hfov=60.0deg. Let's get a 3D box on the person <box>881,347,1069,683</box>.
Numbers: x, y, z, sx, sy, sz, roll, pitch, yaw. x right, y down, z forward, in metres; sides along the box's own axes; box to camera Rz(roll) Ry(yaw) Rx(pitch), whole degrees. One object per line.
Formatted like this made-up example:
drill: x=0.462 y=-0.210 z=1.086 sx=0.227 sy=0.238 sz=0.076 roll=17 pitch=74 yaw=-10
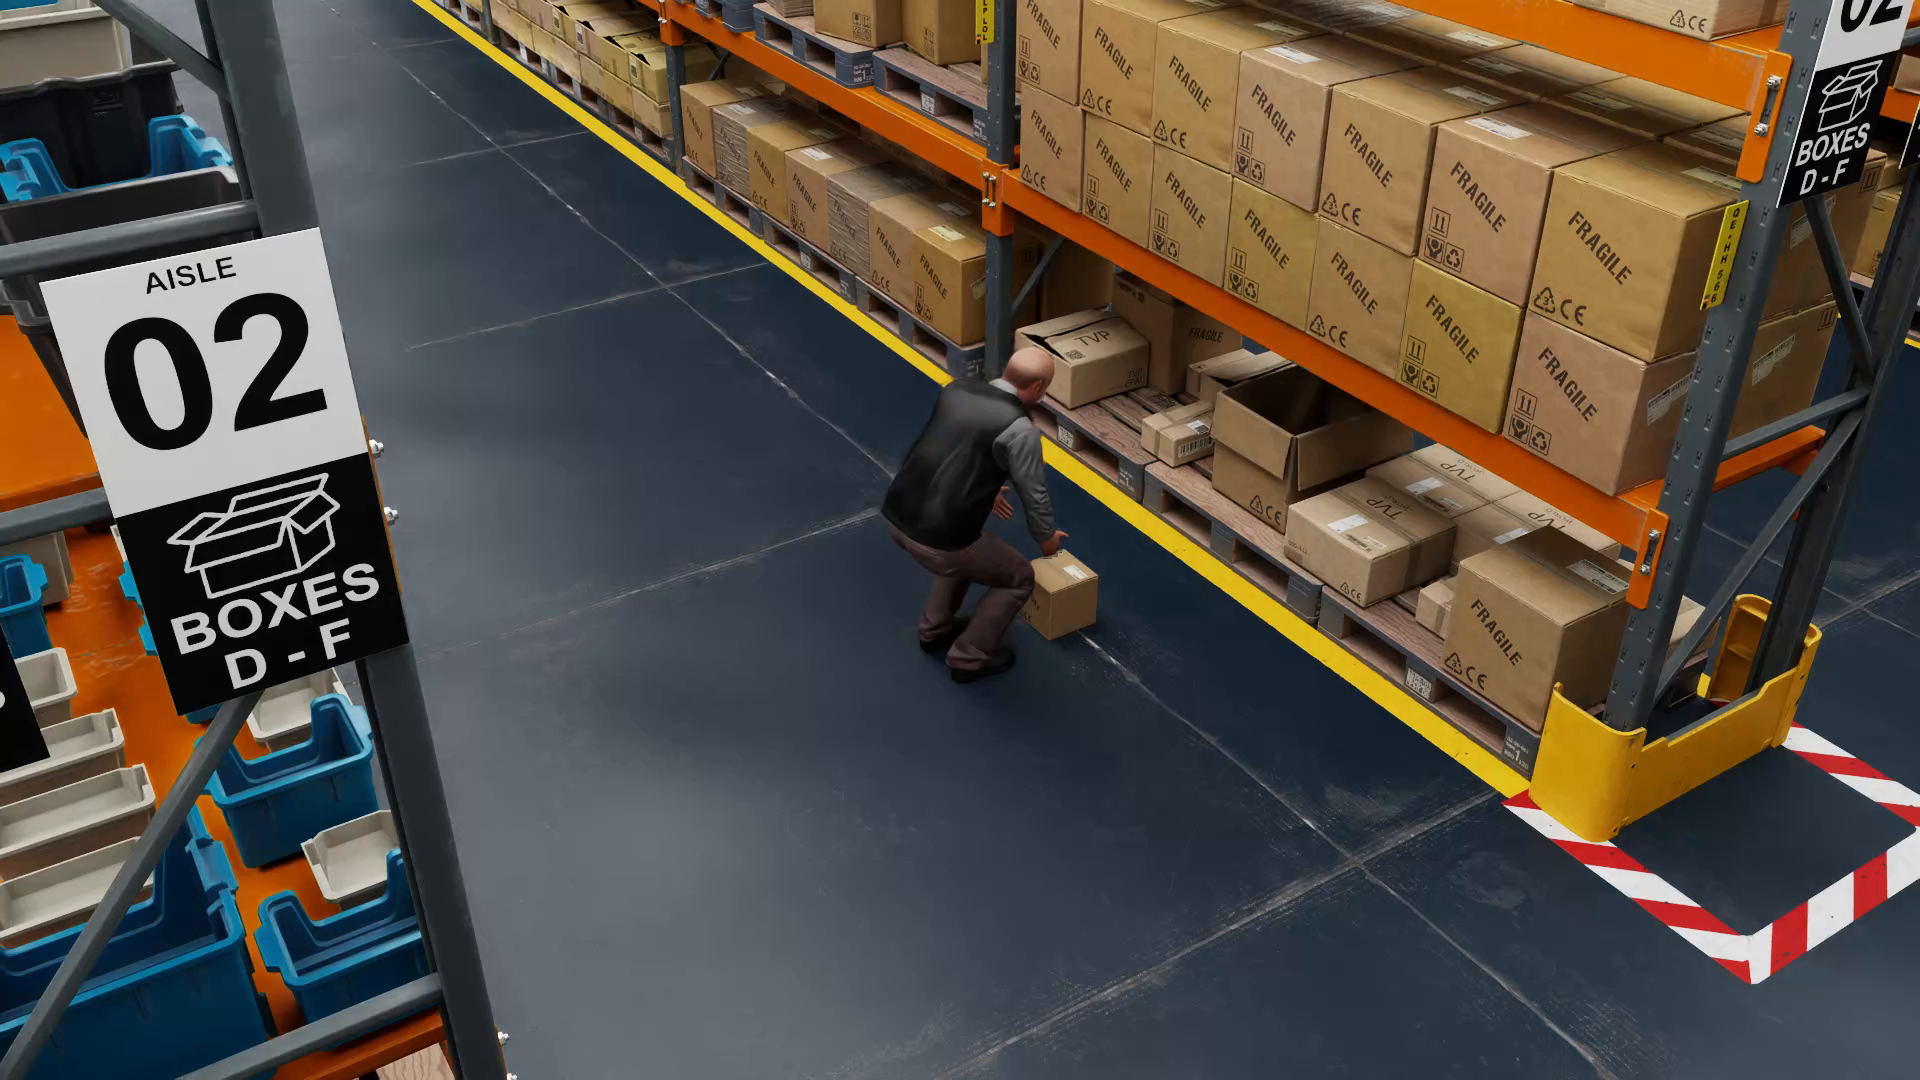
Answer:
person: x=0.048 y=-0.106 z=6.717 sx=0.757 sy=1.309 sz=0.589 roll=-19 pitch=37 yaw=-27
